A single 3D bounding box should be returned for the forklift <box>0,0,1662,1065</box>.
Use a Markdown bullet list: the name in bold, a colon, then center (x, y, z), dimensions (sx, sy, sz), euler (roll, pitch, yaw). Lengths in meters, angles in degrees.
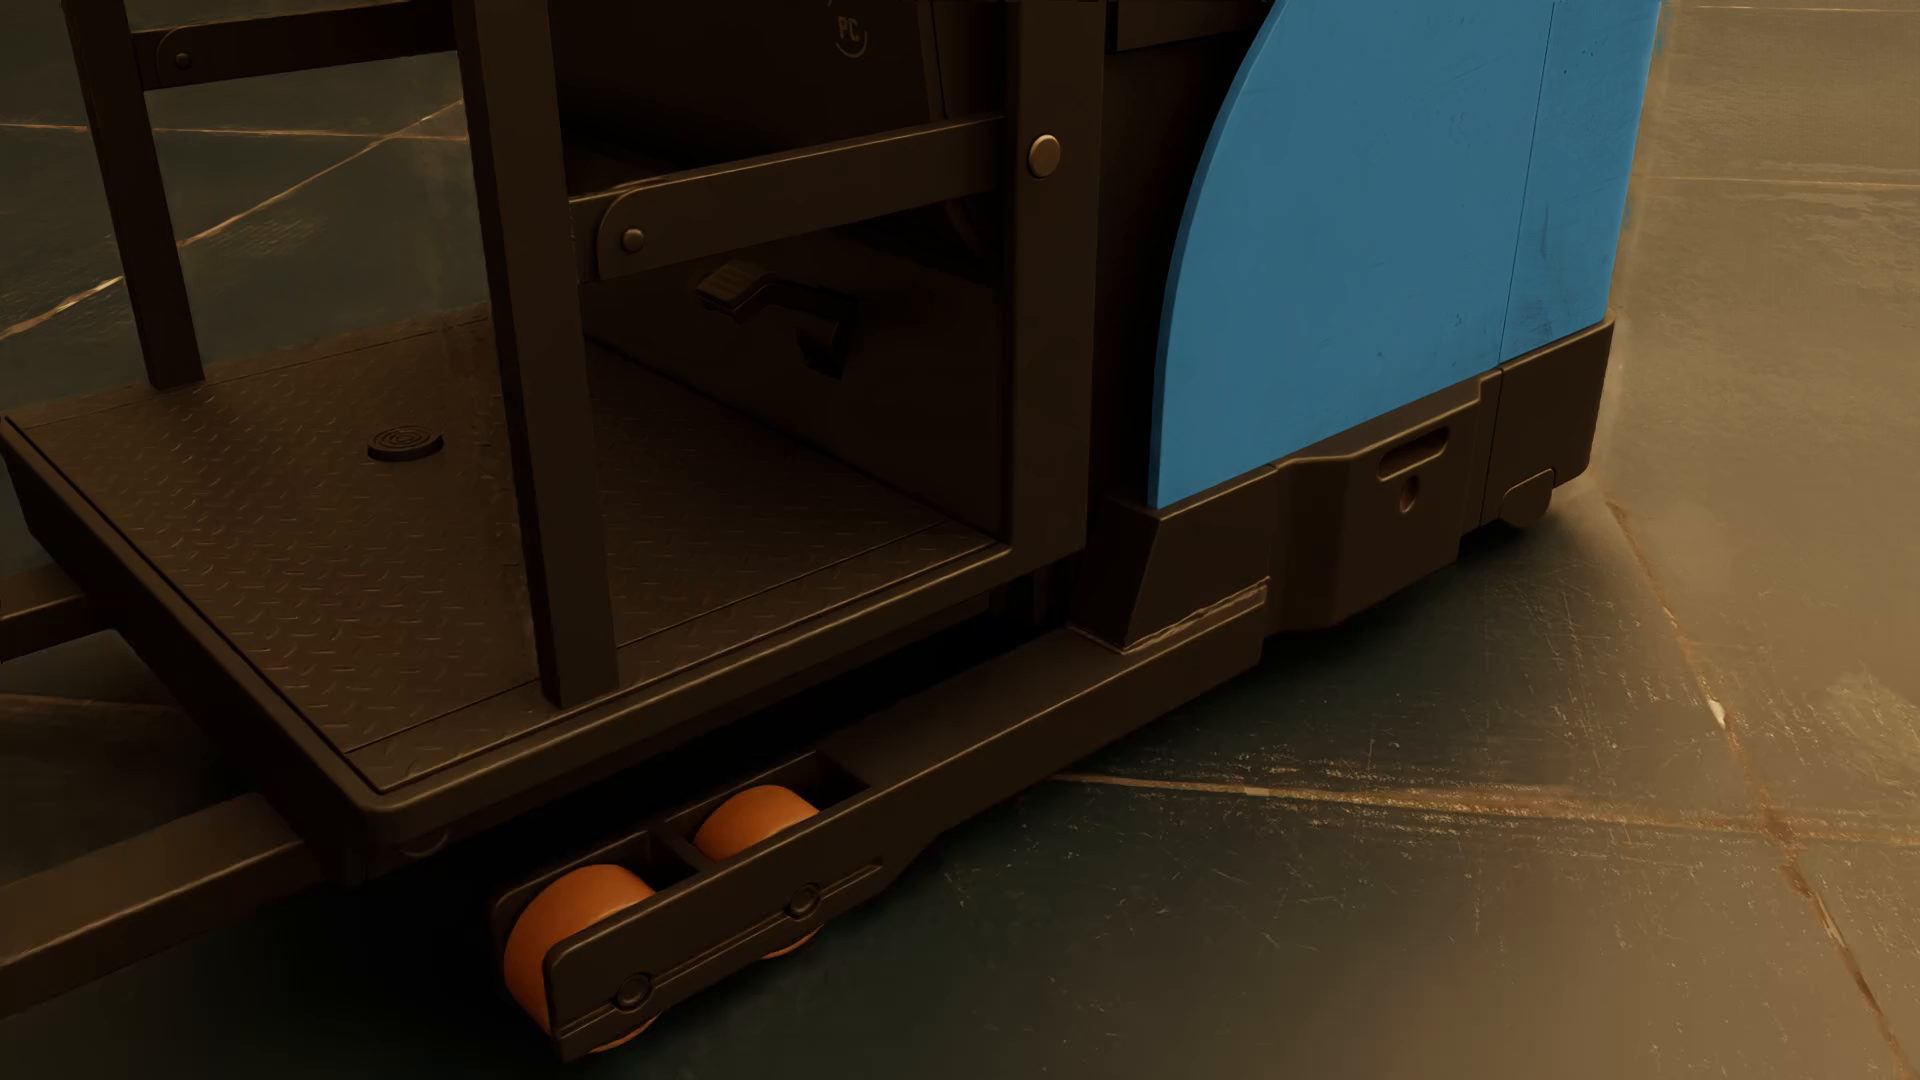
- **forklift**: center (-0.457, -1.101, 1.424), dimensions (3.031, 2.935, 1.130), euler (-22, 34, -37)
